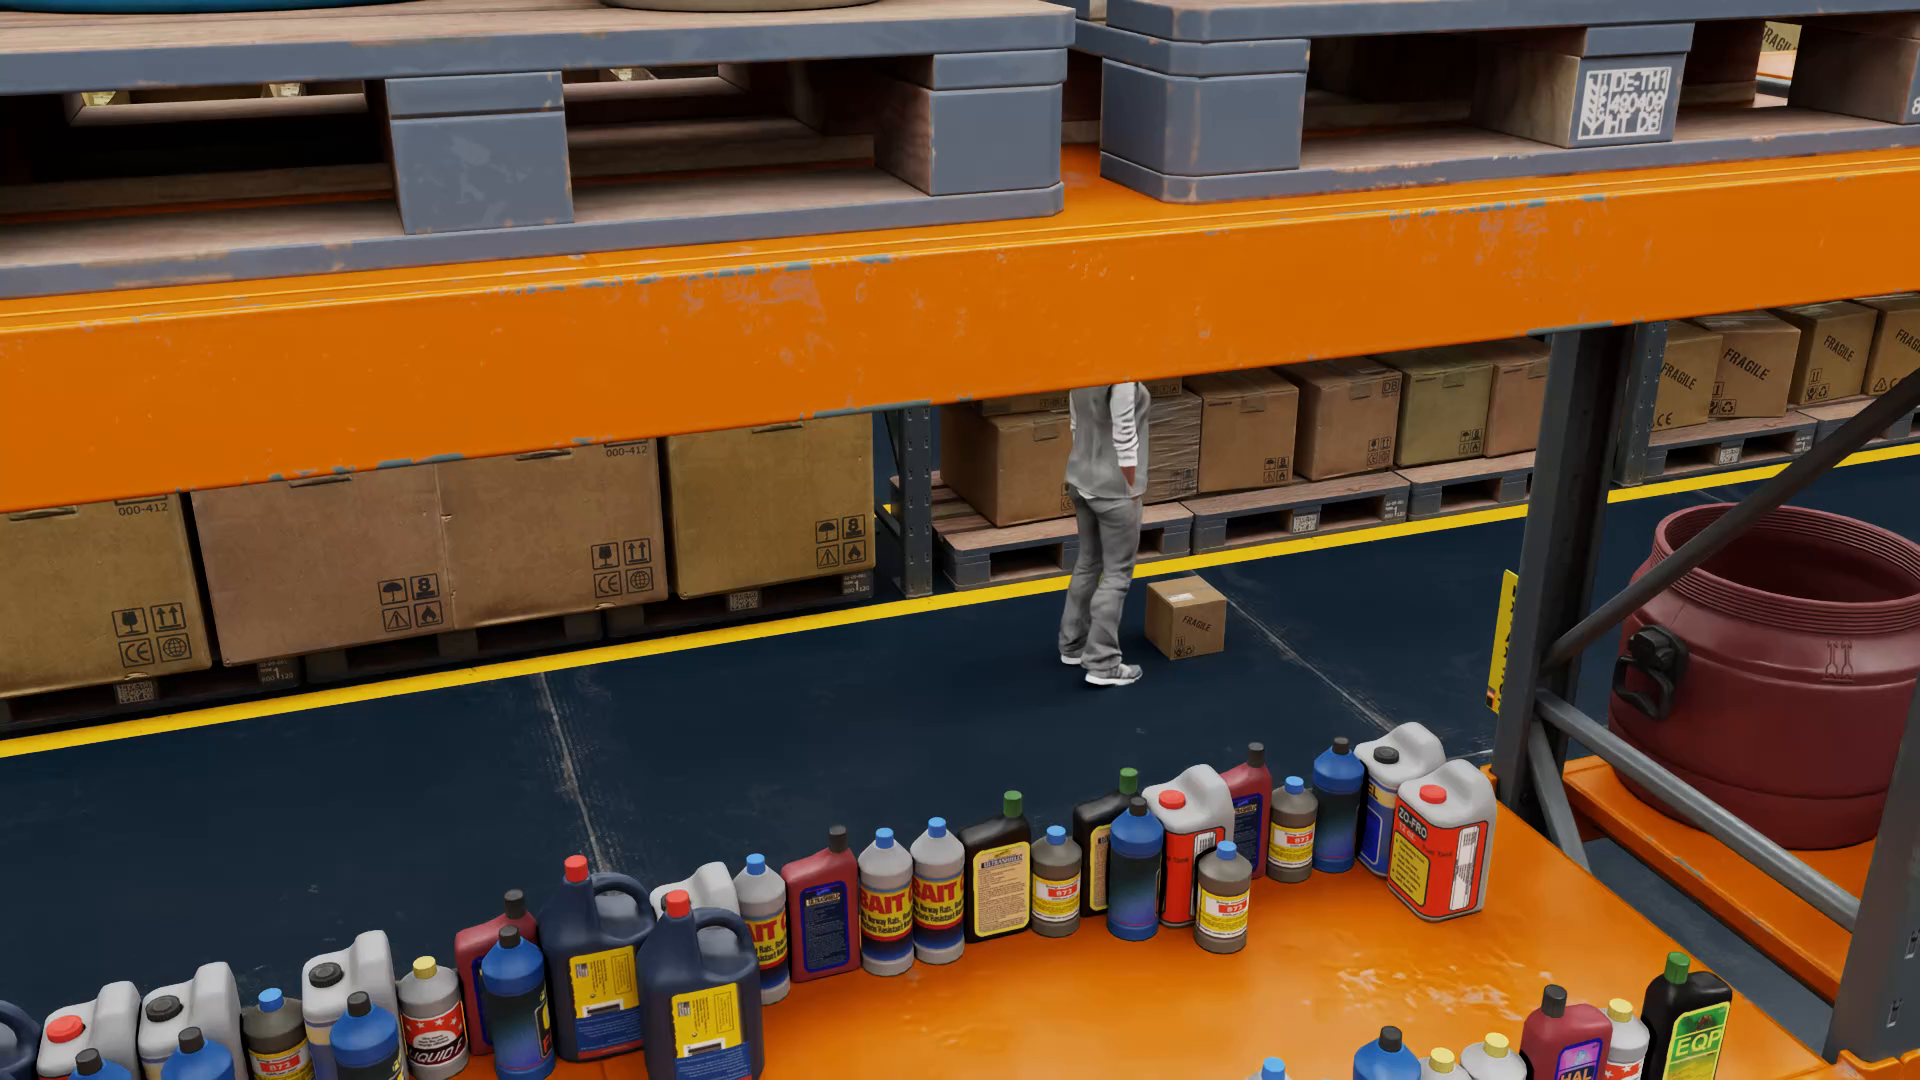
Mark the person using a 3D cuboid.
[{"bbox_3d":[0.566,-0.200,6.609,0.310,1.609,0.407,-13,26,-28],"label":"person"}]
